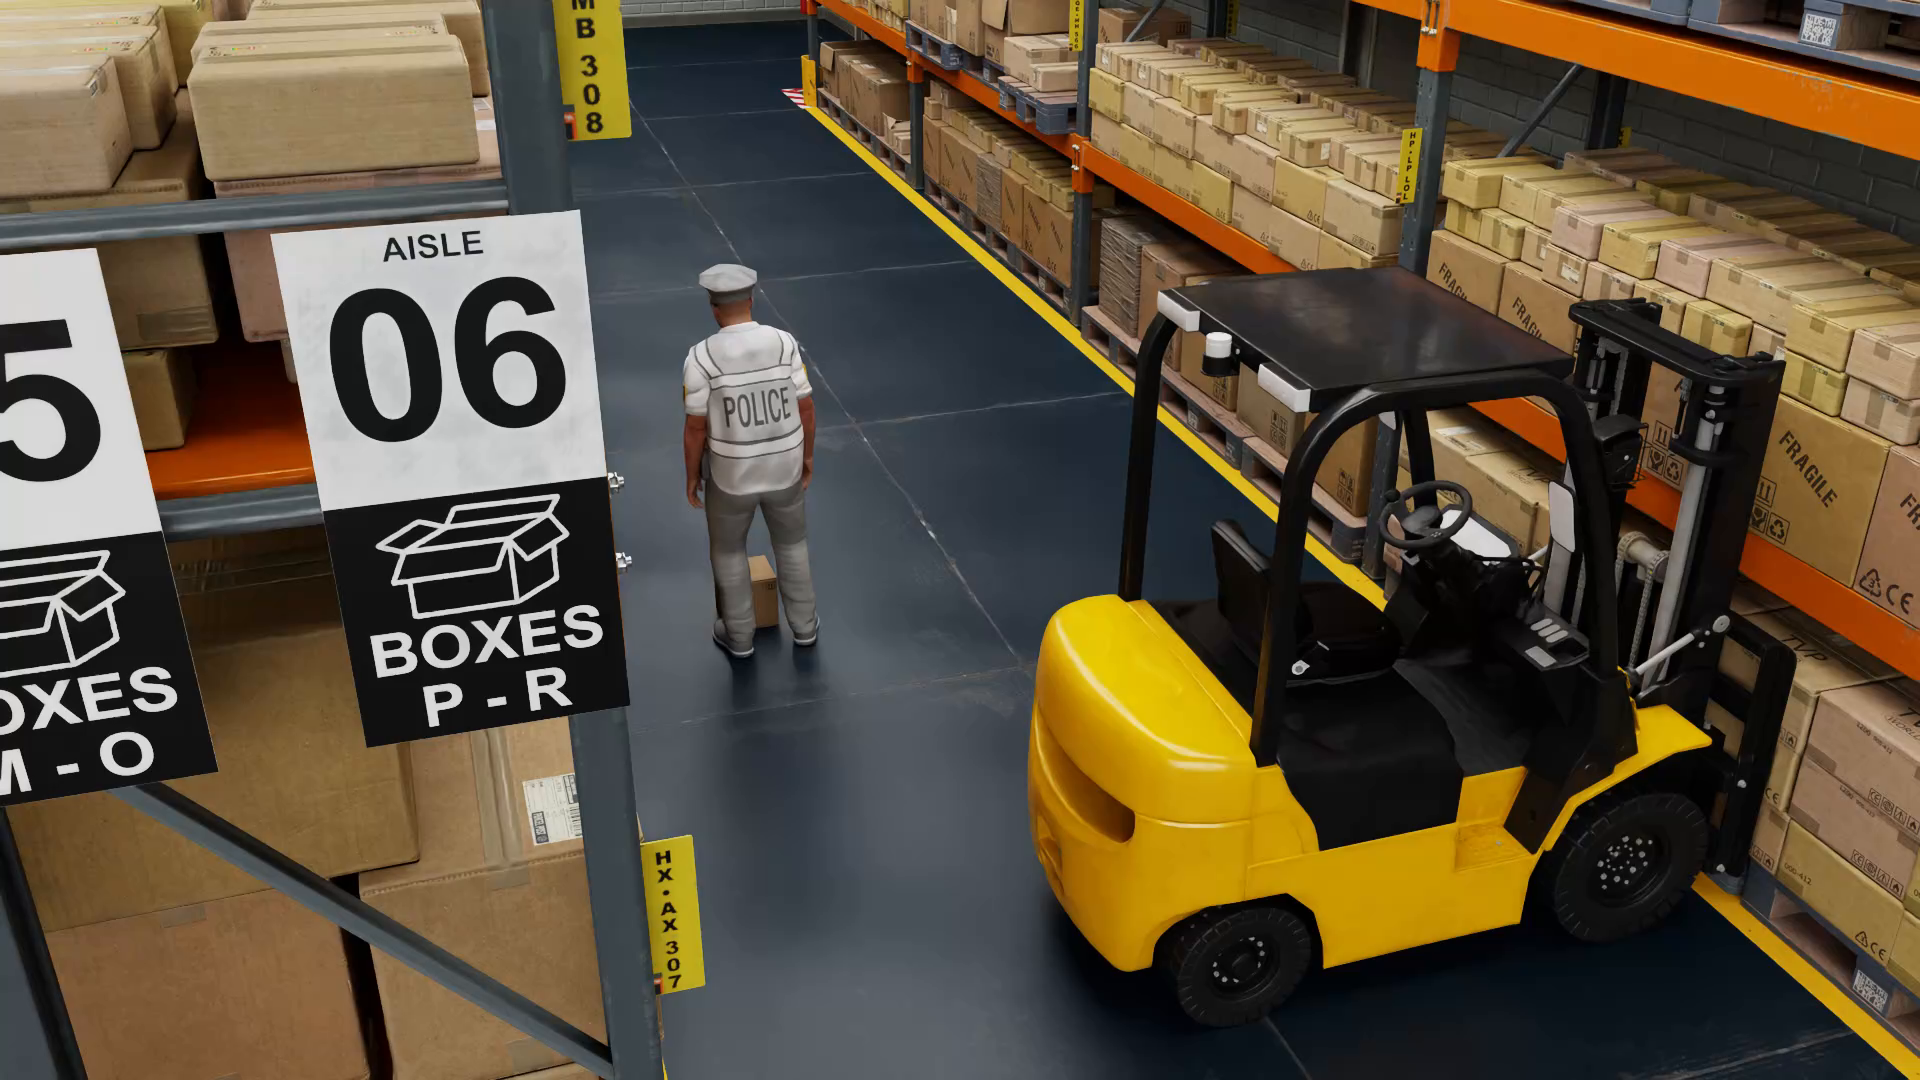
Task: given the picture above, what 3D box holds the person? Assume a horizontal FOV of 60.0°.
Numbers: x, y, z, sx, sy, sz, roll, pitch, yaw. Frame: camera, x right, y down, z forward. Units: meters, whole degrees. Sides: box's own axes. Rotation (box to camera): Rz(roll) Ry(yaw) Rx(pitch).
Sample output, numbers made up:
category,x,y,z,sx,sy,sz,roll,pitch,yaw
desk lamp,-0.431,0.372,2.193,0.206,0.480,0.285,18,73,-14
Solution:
category,x,y,z,sx,sy,sz,roll,pitch,yaw
person,-0.899,-0.308,7.232,0.602,1.747,0.439,-10,28,-20
